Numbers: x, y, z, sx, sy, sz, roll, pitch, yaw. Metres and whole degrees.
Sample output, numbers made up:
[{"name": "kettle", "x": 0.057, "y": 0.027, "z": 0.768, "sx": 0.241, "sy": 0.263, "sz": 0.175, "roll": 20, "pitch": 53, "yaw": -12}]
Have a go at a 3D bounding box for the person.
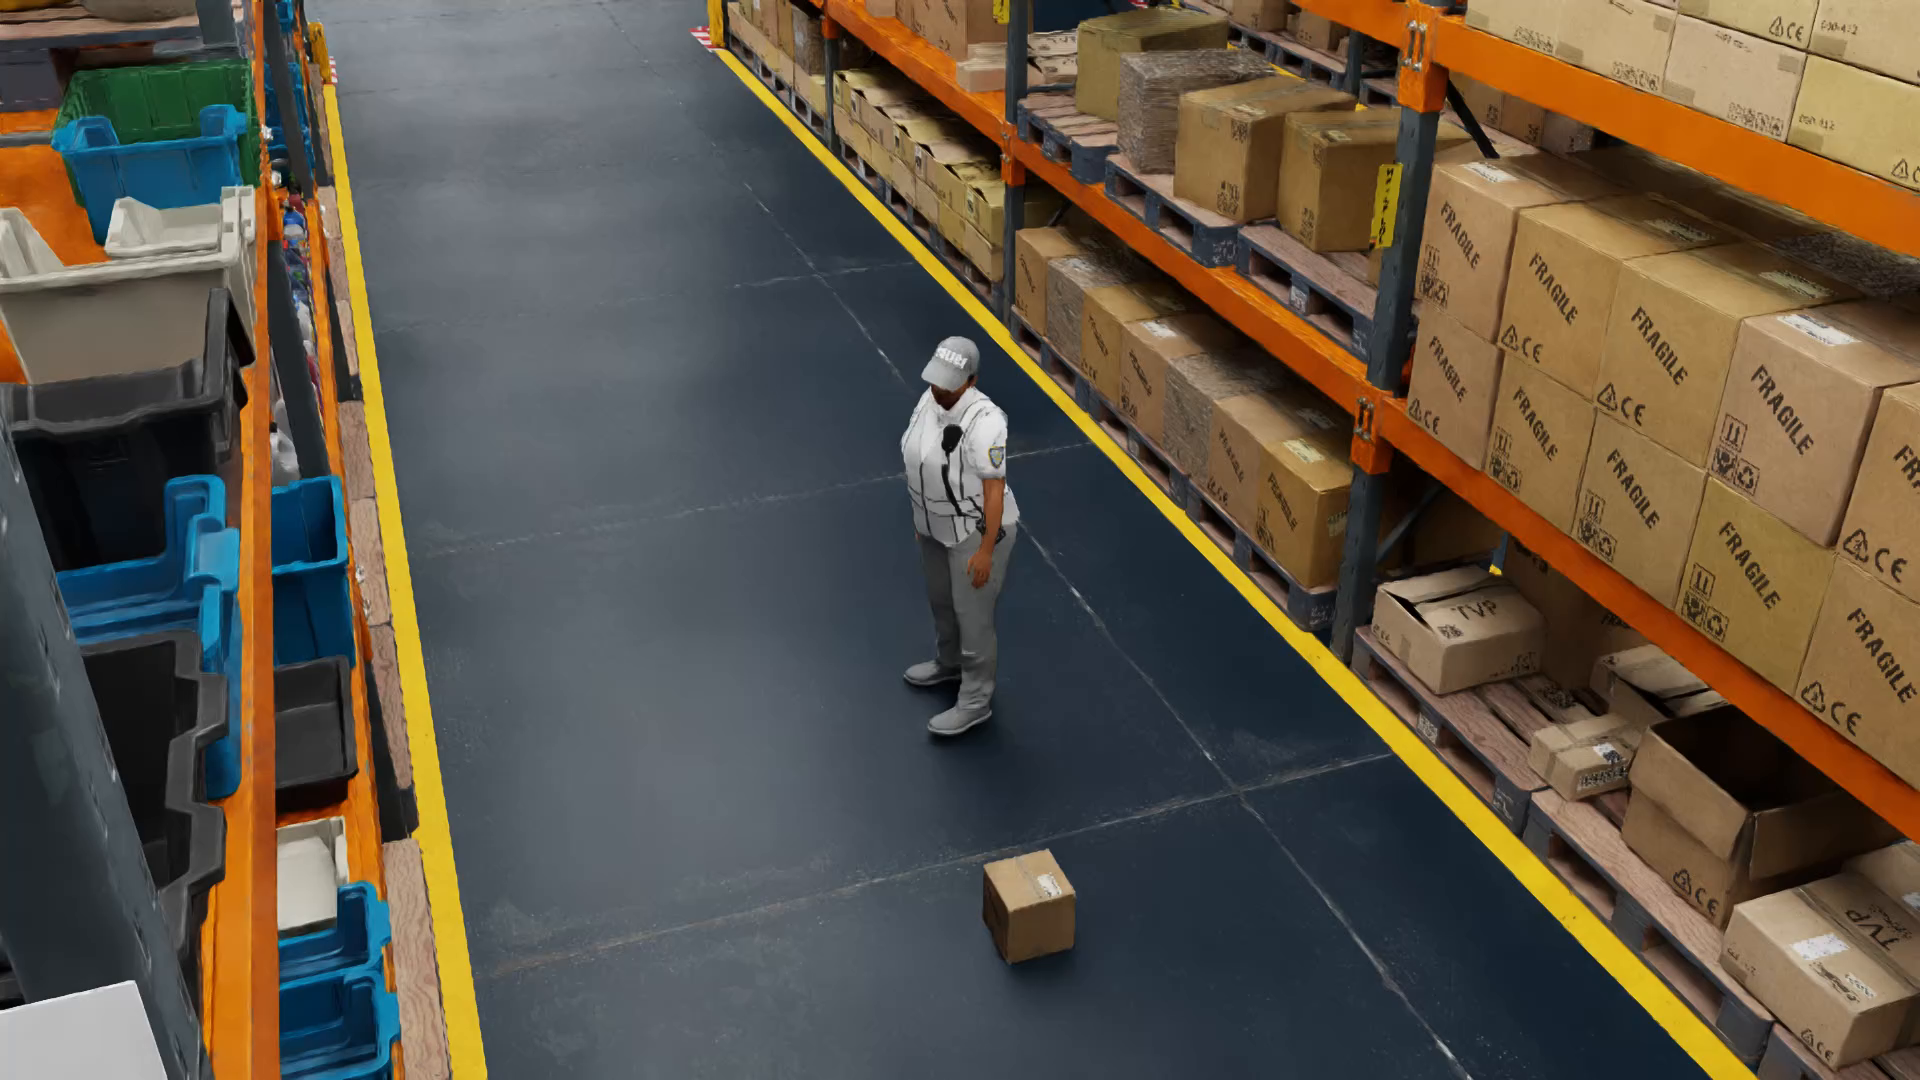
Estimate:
[{"name": "person", "x": -0.040, "y": -0.033, "z": 6.640, "sx": 0.470, "sy": 1.672, "sz": 0.561, "roll": -21, "pitch": 36, "yaw": -32}]
